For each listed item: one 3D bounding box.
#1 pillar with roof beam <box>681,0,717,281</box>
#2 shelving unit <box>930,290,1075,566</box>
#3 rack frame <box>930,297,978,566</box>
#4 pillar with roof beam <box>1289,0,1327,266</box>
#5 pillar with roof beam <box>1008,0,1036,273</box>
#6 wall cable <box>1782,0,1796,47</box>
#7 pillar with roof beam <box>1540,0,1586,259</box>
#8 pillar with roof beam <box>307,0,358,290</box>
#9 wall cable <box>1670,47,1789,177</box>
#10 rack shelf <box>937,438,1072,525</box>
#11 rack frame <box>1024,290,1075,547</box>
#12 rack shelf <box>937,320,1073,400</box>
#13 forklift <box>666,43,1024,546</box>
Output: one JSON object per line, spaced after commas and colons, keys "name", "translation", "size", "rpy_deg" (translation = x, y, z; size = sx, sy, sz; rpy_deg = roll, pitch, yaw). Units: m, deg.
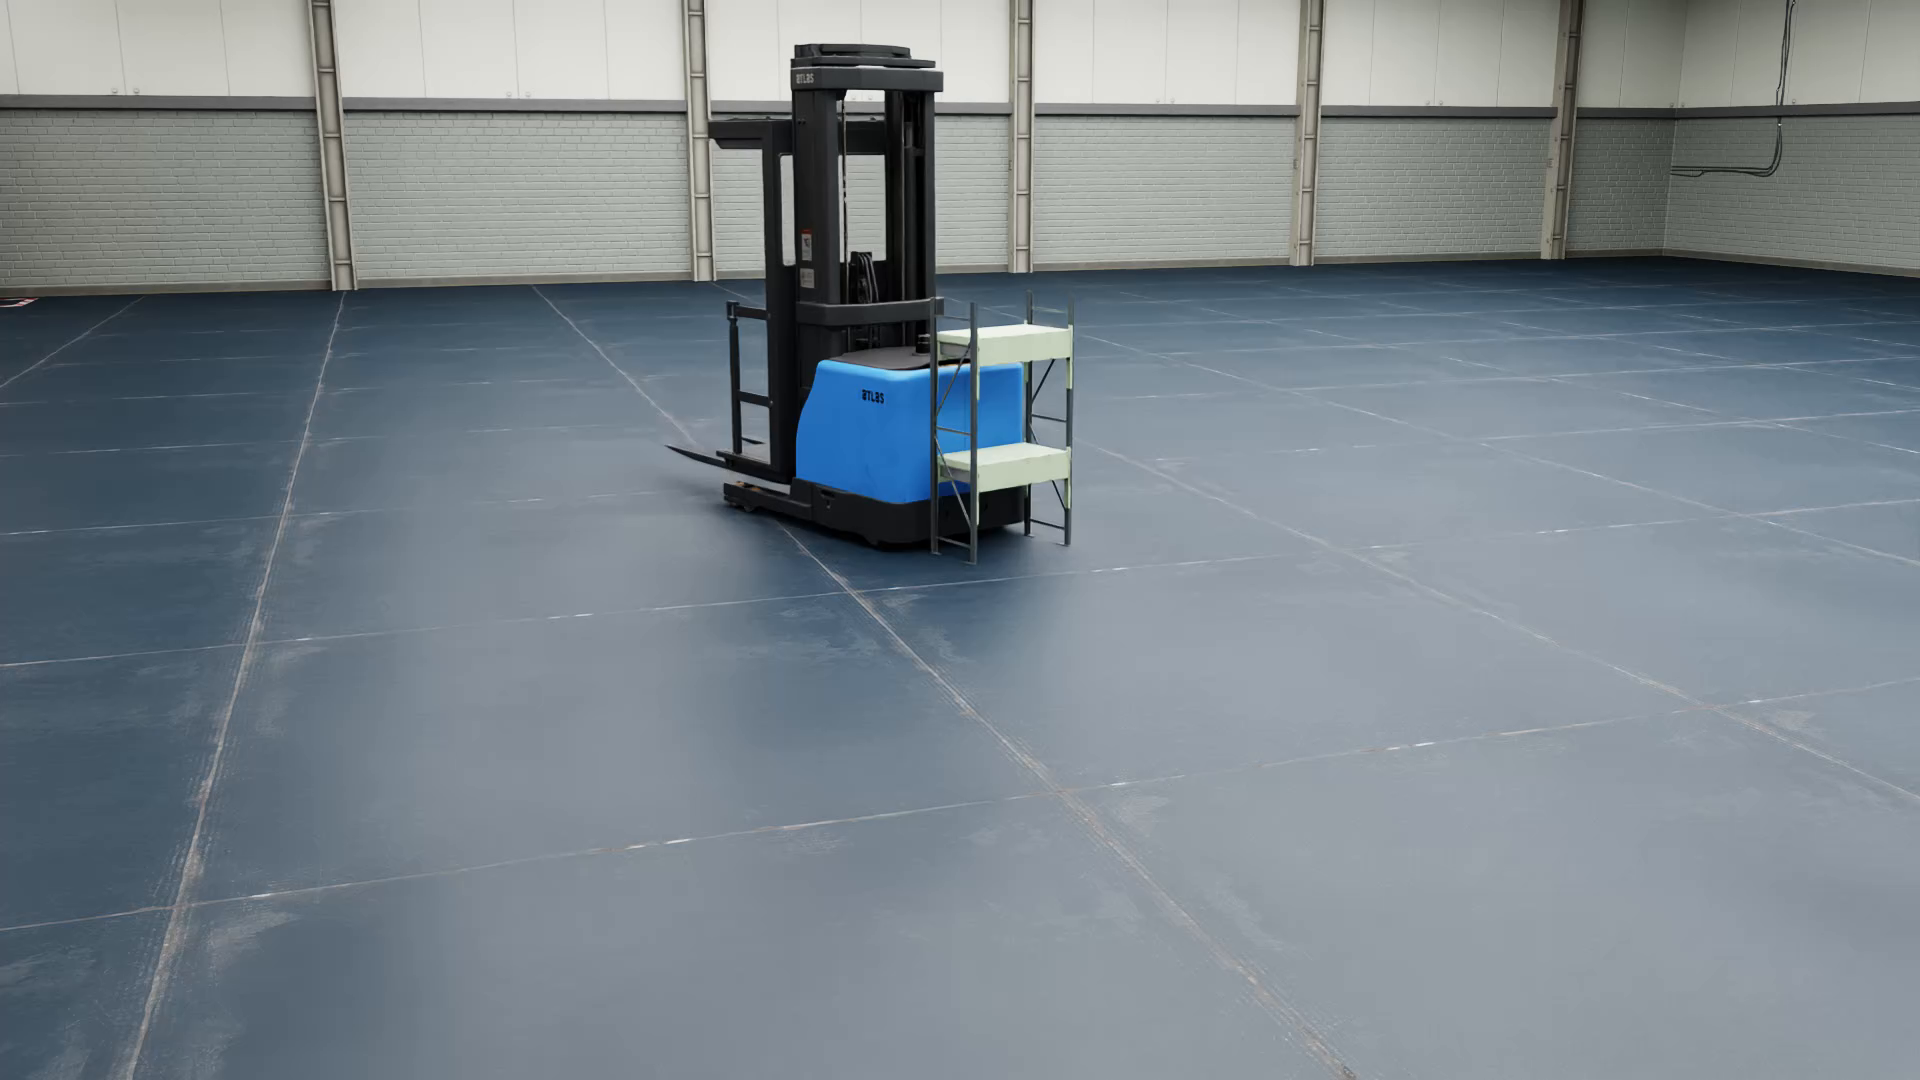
{"name": "pillar with roof beam", "translation": [-3.176, -8.049, 24.535], "size": [0.400, 9.000, 9.100], "rpy_deg": [-4, 14, -18]}
{"name": "shelving unit", "translation": [0.247, -0.670, 9.719], "size": [0.755, 1.500, 0.431], "rpy_deg": [-11, 17, -38]}
{"name": "rack frame", "translation": [-0.037, -0.617, 9.494], "size": [0.023, 1.500, 0.400], "rpy_deg": [-11, 17, -38]}
{"name": "pillar with roof beam", "translation": [8.198, -8.935, 28.258], "size": [0.400, 9.000, 9.100], "rpy_deg": [-4, 14, -18]}
{"name": "pillar with roof beam", "translation": [2.511, -8.492, 26.396], "size": [0.400, 9.000, 9.100], "rpy_deg": [-4, 14, -18]}
{"name": "wall cable", "translation": [16.588, -10.602, 31.064], "size": [0.112, 2.526, 3.097], "rpy_deg": [-4, 14, -18]}
{"name": "pillar with roof beam", "translation": [13.884, -9.377, 30.120], "size": [0.400, 9.000, 9.100], "rpy_deg": [-4, 14, -18]}
{"name": "pillar with roof beam", "translation": [-8.862, -7.606, 22.673], "size": [0.400, 9.000, 9.100], "rpy_deg": [-4, 14, -18]}
{"name": "wall cable", "translation": [15.725, -8.738, 34.143], "size": [0.112, 2.526, 3.097], "rpy_deg": [-4, 14, -18]}
{"name": "rack shelf", "translation": [0.247, -0.353, 9.794], "size": [0.720, 0.370, 0.431], "rpy_deg": [-11, 17, -38]}
{"name": "rack frame", "translation": [0.531, -0.723, 9.943], "size": [0.023, 1.500, 0.400], "rpy_deg": [-11, 17, -38]}
{"name": "rack shelf", "translation": [0.247, -1.050, 9.628], "size": [0.720, 0.370, 0.431], "rpy_deg": [-11, 17, -38]}
{"name": "forklift", "translation": [-0.919, -1.672, 10.839], "size": [1.130, 2.935, 3.031], "rpy_deg": [-11, 17, -38]}
